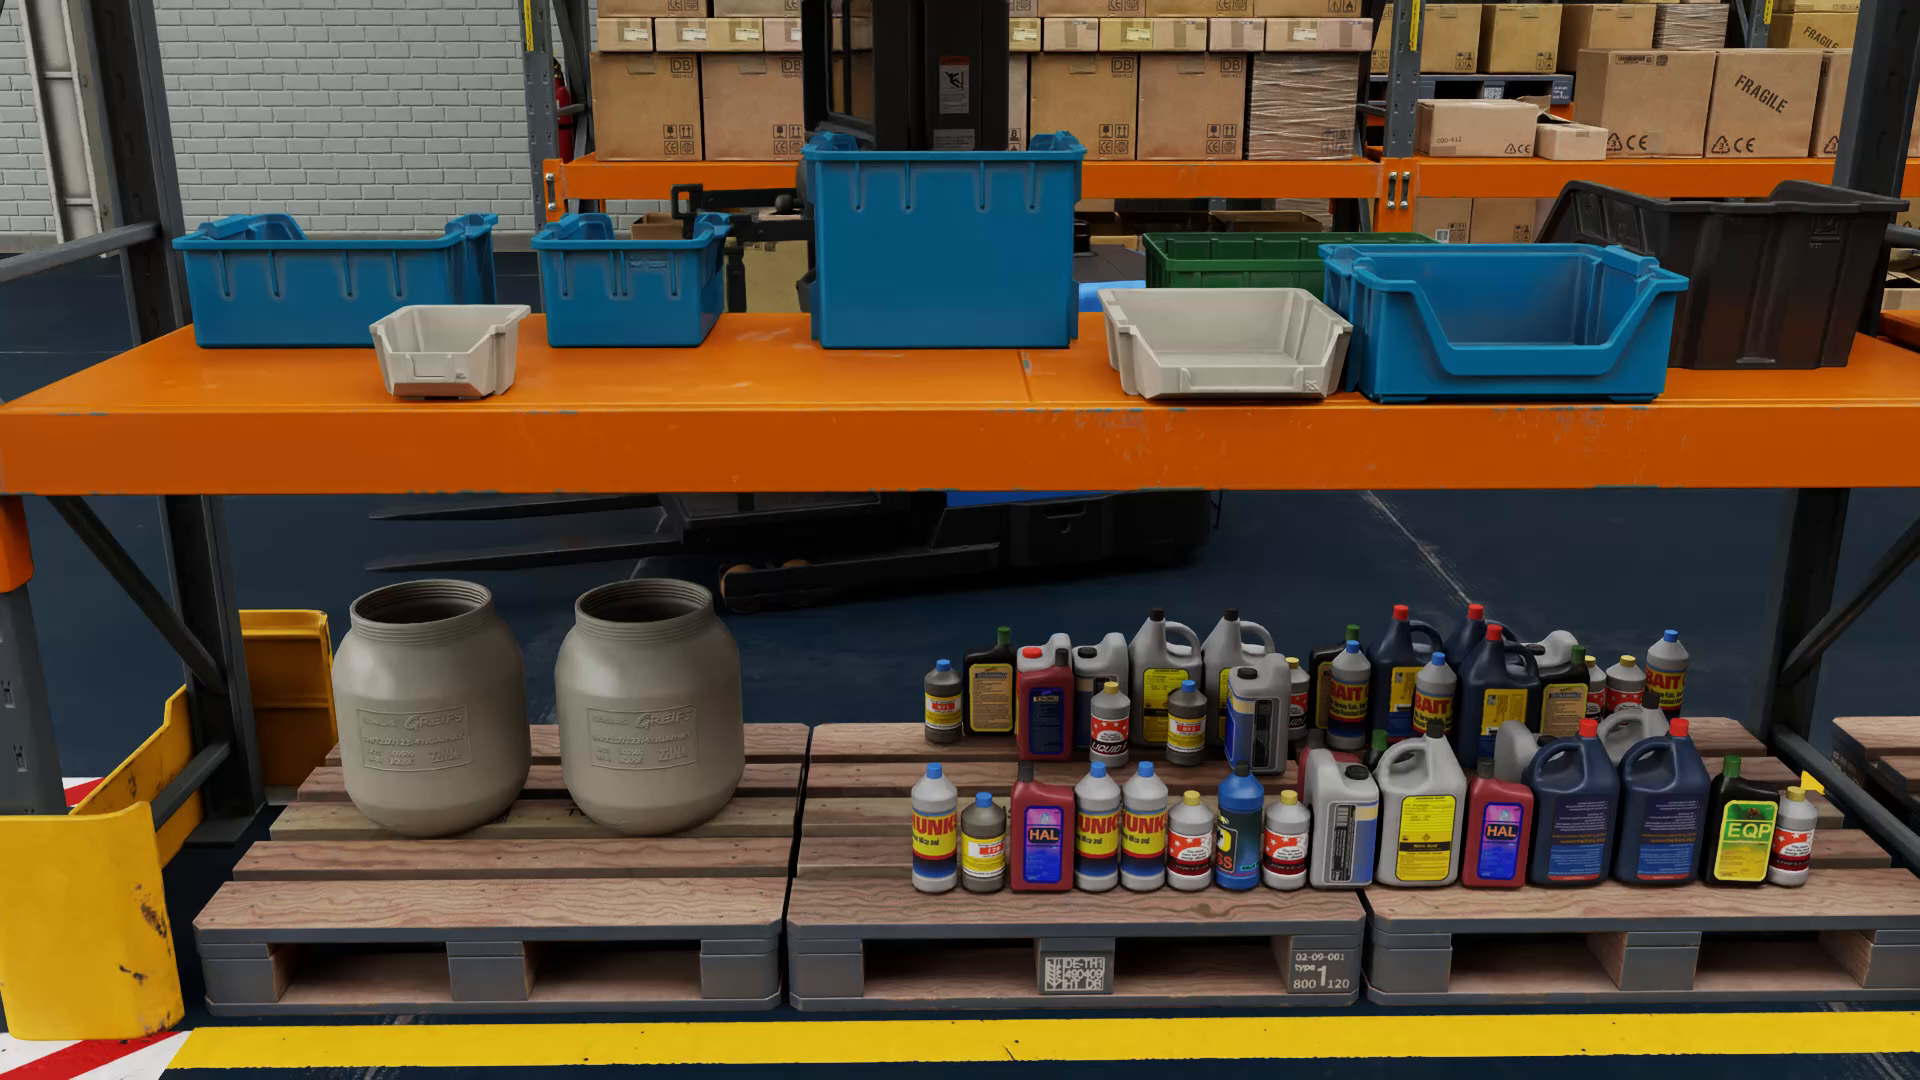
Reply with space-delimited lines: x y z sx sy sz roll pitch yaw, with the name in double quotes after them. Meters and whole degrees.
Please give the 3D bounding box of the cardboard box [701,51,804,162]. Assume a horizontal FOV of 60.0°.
-0.954 -2.139 8.140 0.500 0.500 0.700 0 18 1 "cardboard box"

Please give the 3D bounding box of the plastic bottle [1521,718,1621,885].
1.297 0.549 3.543 0.185 0.351 0.144 -1 18 -4 "plastic bottle"

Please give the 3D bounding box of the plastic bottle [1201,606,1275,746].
0.701 0.337 4.204 0.185 0.351 0.144 0 18 -1 "plastic bottle"

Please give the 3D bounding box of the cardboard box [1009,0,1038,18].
0.105 -2.762 7.960 0.500 0.500 0.700 0 18 -1 "cardboard box"

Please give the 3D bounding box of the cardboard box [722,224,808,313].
-0.906 -1.274 8.195 0.500 0.500 0.500 0 18 -1 "cardboard box"

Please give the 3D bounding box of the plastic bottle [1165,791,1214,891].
0.488 0.631 3.531 0.097 0.201 0.097 0 18 0 "plastic bottle"

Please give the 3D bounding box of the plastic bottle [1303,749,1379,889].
0.811 0.585 3.551 0.135 0.276 0.152 0 18 0 "plastic bottle"

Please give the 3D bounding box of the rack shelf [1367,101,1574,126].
3.972 -3.288 13.065 4.000 0.370 1.077 0 18 -1 "rack shelf"

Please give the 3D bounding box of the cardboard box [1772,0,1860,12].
6.458 -4.120 12.568 0.500 0.250 0.500 0 18 0 "cardboard box"

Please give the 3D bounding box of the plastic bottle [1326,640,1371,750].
0.979 0.385 4.184 0.097 0.271 0.097 0 18 0 "plastic bottle"

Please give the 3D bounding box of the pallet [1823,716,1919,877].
2.913 0.717 3.967 1.213 0.211 1.003 0 18 -1 "pallet"

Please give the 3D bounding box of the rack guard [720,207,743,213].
-1.952 -2.412 13.248 0.348 0.500 1.175 0 18 -1 "rack guard"

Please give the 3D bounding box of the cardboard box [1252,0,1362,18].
1.610 -2.769 7.982 0.500 0.500 0.700 0 18 -1 "cardboard box"

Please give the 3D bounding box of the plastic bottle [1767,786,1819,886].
1.770 0.625 3.551 0.097 0.201 0.097 0 18 0 "plastic bottle"

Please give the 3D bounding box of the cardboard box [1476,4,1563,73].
4.256 -3.879 12.846 0.500 0.500 0.700 0 18 -1 "cardboard box"

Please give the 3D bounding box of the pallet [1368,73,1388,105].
2.738 -3.489 12.827 1.213 0.211 1.003 0 18 -1 "pallet"

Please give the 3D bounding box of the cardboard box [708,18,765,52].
-1.037 -2.384 7.844 0.250 0.149 0.380 0 18 -1 "cardboard box"

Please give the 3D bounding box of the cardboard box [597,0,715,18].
-1.426 -2.753 7.931 0.500 0.500 0.700 0 18 -1 "cardboard box"

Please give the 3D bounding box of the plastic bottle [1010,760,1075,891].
0.173 0.599 3.497 0.133 0.283 0.061 0 18 0 "plastic bottle"

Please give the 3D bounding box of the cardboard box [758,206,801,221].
-1.334 -2.507 13.133 0.500 0.311 0.500 -2 18 -7 "cardboard box"

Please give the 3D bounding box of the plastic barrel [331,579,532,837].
-1.214 0.382 3.831 0.421 0.512 0.421 0 18 0 "plastic barrel"

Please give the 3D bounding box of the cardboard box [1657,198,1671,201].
5.252 -2.640 13.239 0.500 0.500 0.700 0 18 0 "cardboard box"

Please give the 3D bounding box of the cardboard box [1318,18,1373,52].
1.785 -2.398 7.886 0.250 0.149 0.380 0 18 -1 "cardboard box"

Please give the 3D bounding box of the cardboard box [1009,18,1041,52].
0.250 -2.390 7.862 0.250 0.149 0.380 0 18 1 "cardboard box"

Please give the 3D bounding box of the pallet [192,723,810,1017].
-0.984 0.735 3.911 1.213 0.211 1.003 0 18 -1 "pallet"

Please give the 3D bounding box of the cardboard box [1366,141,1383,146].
3.148 -3.009 13.162 0.500 0.250 0.500 -1 18 -2 "cardboard box"

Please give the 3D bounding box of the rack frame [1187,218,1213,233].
0.878 -0.651 6.568 0.006 1.200 0.240 0 17 -14 "rack frame"

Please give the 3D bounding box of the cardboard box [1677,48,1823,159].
3.849 -2.159 8.205 0.500 0.500 0.500 0 18 -1 "cardboard box"

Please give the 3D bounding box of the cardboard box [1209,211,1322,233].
1.585 -1.449 8.741 0.500 0.500 0.500 0 18 -1 "cardboard box"

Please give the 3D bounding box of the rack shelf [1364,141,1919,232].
4.053 -1.775 8.348 4.000 0.370 1.077 0 18 -1 "rack shelf"

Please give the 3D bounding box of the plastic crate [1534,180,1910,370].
1.603 -0.602 3.615 0.504 0.338 0.767 0 18 -1 "plastic crate"

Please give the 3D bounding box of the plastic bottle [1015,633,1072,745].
0.211 0.376 4.204 0.135 0.276 0.152 0 18 0 "plastic bottle"

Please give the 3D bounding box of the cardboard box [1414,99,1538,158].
2.545 -2.052 8.280 0.500 0.250 0.500 1 18 3 "cardboard box"

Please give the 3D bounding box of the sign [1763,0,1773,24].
5.989 -3.988 12.304 0.005 0.325 0.100 0 18 -1 "sign"

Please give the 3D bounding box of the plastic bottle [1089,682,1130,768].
0.370 0.449 4.099 0.097 0.201 0.097 0 18 0 "plastic bottle"

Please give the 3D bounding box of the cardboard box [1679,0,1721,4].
5.627 -4.195 12.770 0.250 0.149 0.380 -3 18 -8 "cardboard box"

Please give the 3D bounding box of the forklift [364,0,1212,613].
-0.630 -1.322 5.870 3.031 2.935 1.130 -5 19 -17 "forklift"

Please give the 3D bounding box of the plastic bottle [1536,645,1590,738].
1.482 0.399 4.120 0.133 0.283 0.061 0 18 -1 "plastic bottle"

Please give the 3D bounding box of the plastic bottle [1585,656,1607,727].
1.599 0.396 4.262 0.097 0.201 0.097 0 18 0 "plastic bottle"

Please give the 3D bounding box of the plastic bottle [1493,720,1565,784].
1.269 0.539 3.695 0.135 0.276 0.152 0 18 -1 "plastic bottle"

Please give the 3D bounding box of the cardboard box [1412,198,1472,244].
3.734 -2.657 13.291 0.500 0.500 0.700 0 18 0 "cardboard box"

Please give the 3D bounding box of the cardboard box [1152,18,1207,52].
1.014 -2.394 7.873 0.250 0.149 0.380 0 18 -1 "cardboard box"

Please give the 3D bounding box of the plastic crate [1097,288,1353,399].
0.509 -0.384 3.267 0.437 0.136 0.530 0 18 -1 "plastic crate"

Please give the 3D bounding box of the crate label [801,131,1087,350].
-0.035 -0.684 3.712 0.616 0.435 0.502 0 18 -1 "crate label"

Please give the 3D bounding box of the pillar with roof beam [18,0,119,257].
-7.273 -5.382 8.594 0.400 9.000 9.100 0 18 -1 "pillar with roof beam"

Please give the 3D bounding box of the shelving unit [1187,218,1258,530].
0.967 -0.650 6.590 0.189 1.200 0.258 0 17 -14 "shelving unit"

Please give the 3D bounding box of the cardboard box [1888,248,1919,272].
5.000 -1.367 8.795 0.500 0.311 0.500 -1 18 -2 "cardboard box"

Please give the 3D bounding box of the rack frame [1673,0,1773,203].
5.971 -3.640 12.985 0.127 3.000 1.000 0 18 -1 "rack frame"

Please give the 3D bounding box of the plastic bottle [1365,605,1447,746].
1.126 0.335 4.210 0.185 0.351 0.144 -1 18 -3 "plastic bottle"

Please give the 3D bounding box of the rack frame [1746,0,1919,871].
2.128 -0.595 3.492 0.127 3.000 1.000 0 18 -1 "rack frame"

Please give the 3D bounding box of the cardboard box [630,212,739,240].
-1.414 -1.430 8.681 0.500 0.500 0.500 0 18 -1 "cardboard box"

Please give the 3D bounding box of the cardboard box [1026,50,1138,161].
0.581 -2.146 8.163 0.500 0.500 0.700 0 18 0 "cardboard box"
